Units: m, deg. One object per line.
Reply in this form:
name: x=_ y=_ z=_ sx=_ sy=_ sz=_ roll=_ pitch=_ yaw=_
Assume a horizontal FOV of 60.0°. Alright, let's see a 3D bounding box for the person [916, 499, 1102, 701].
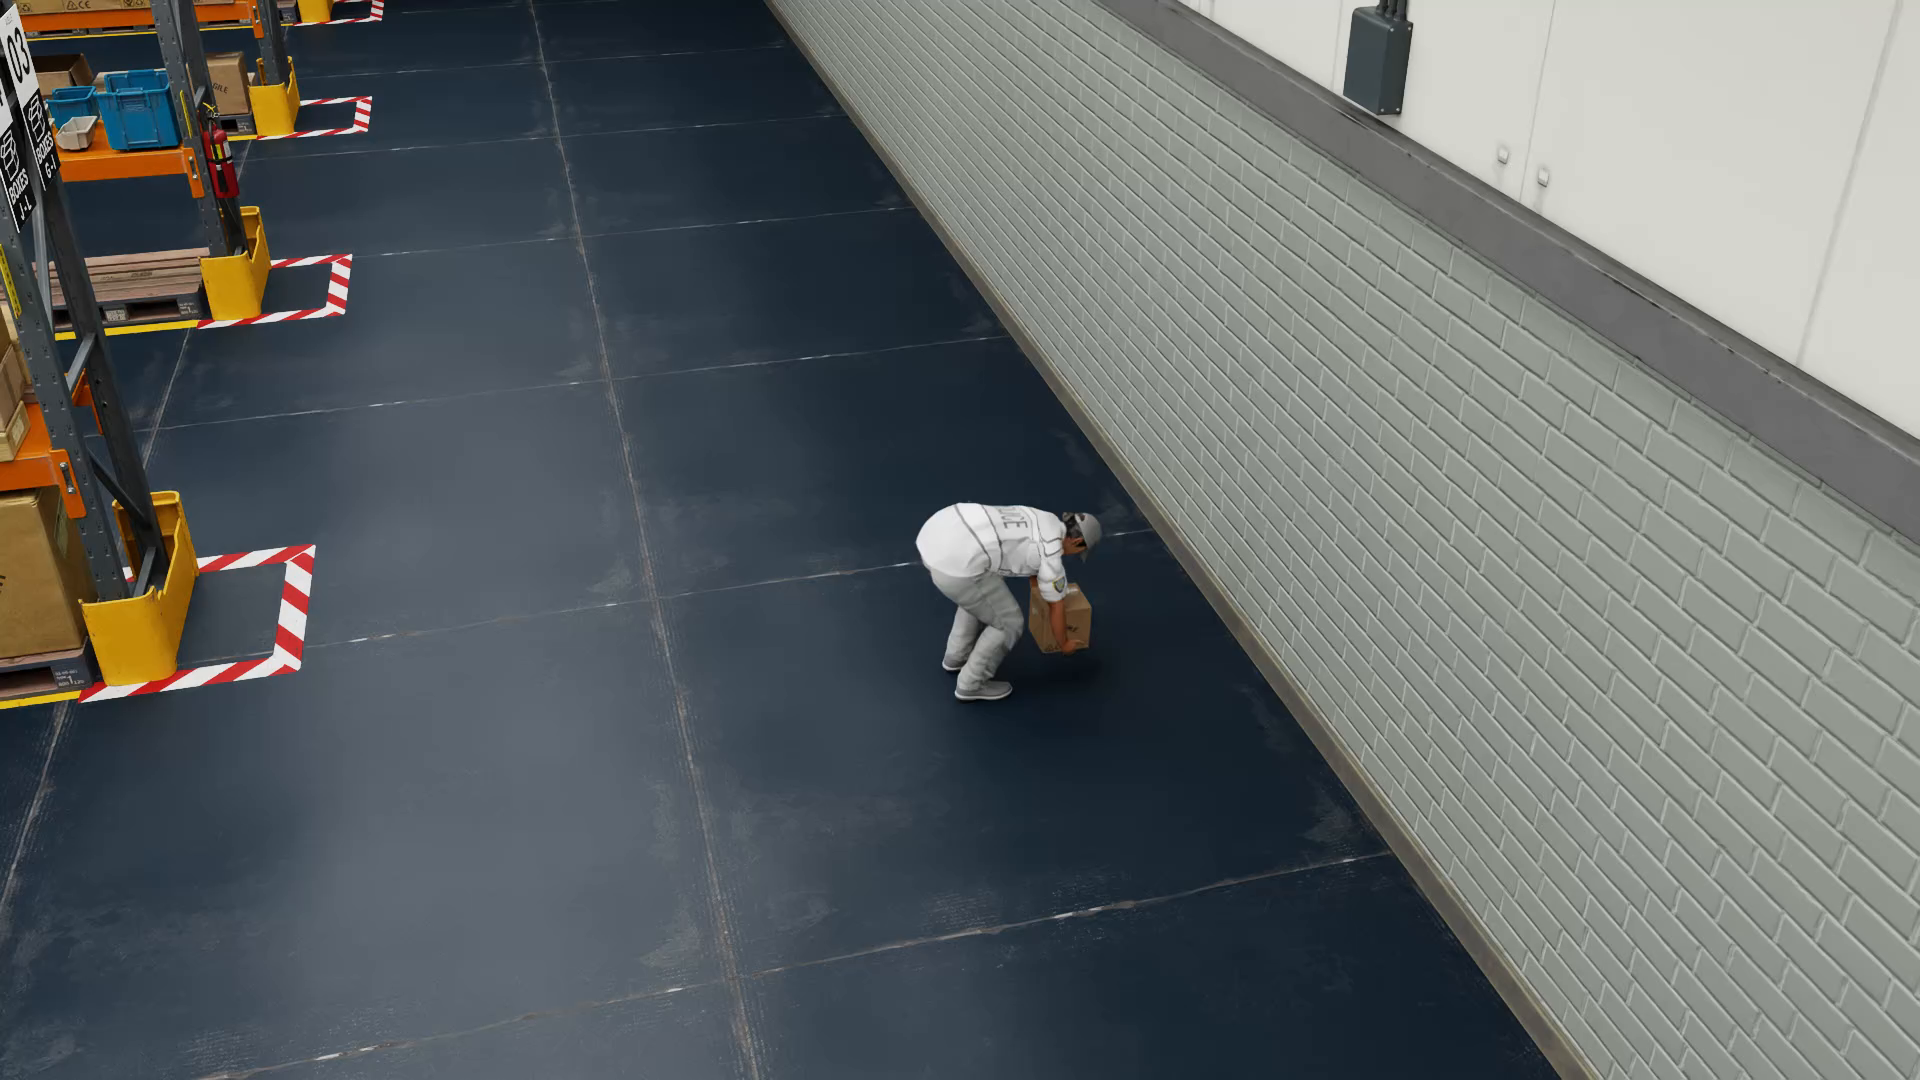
person: x=0.262 y=0.266 z=8.424 sx=0.950 sy=1.014 sz=0.495 roll=-9 pitch=32 yaw=-15
